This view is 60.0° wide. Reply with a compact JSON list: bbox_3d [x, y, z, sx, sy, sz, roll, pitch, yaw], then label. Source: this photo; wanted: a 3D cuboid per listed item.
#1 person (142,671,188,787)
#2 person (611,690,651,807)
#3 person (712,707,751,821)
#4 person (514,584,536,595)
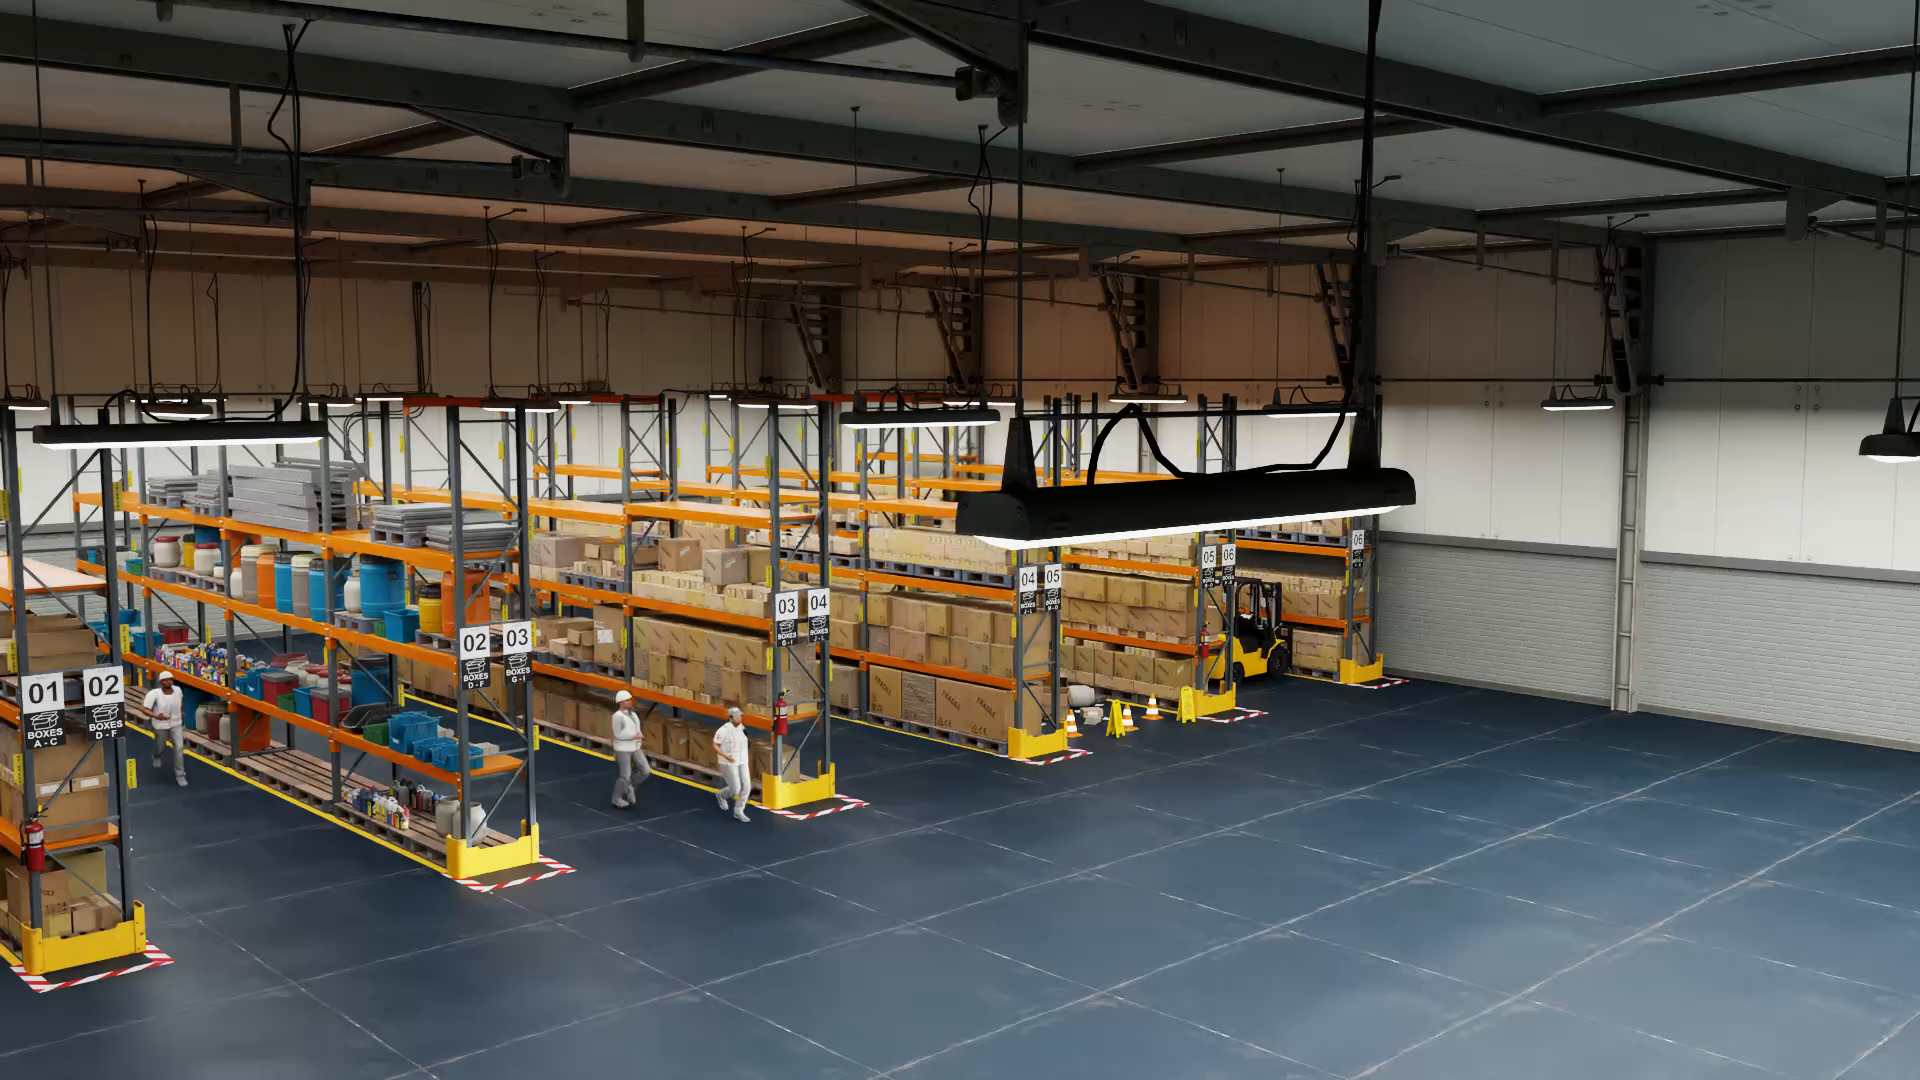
[{"bbox_3d":[-12.497,2.935,26.146,0.663,1.772,1.146,-5,7,-39],"label":"person"},{"bbox_3d":[-4.869,3.078,24.537,0.650,1.735,0.635,3,6,27],"label":"person"},{"bbox_3d":[-3.280,3.219,23.974,0.587,1.646,0.642,5,8,44],"label":"person"},{"bbox_3d":[-10.666,1.552,40.515,0.719,1.854,0.760,2,6,16],"label":"person"}]
